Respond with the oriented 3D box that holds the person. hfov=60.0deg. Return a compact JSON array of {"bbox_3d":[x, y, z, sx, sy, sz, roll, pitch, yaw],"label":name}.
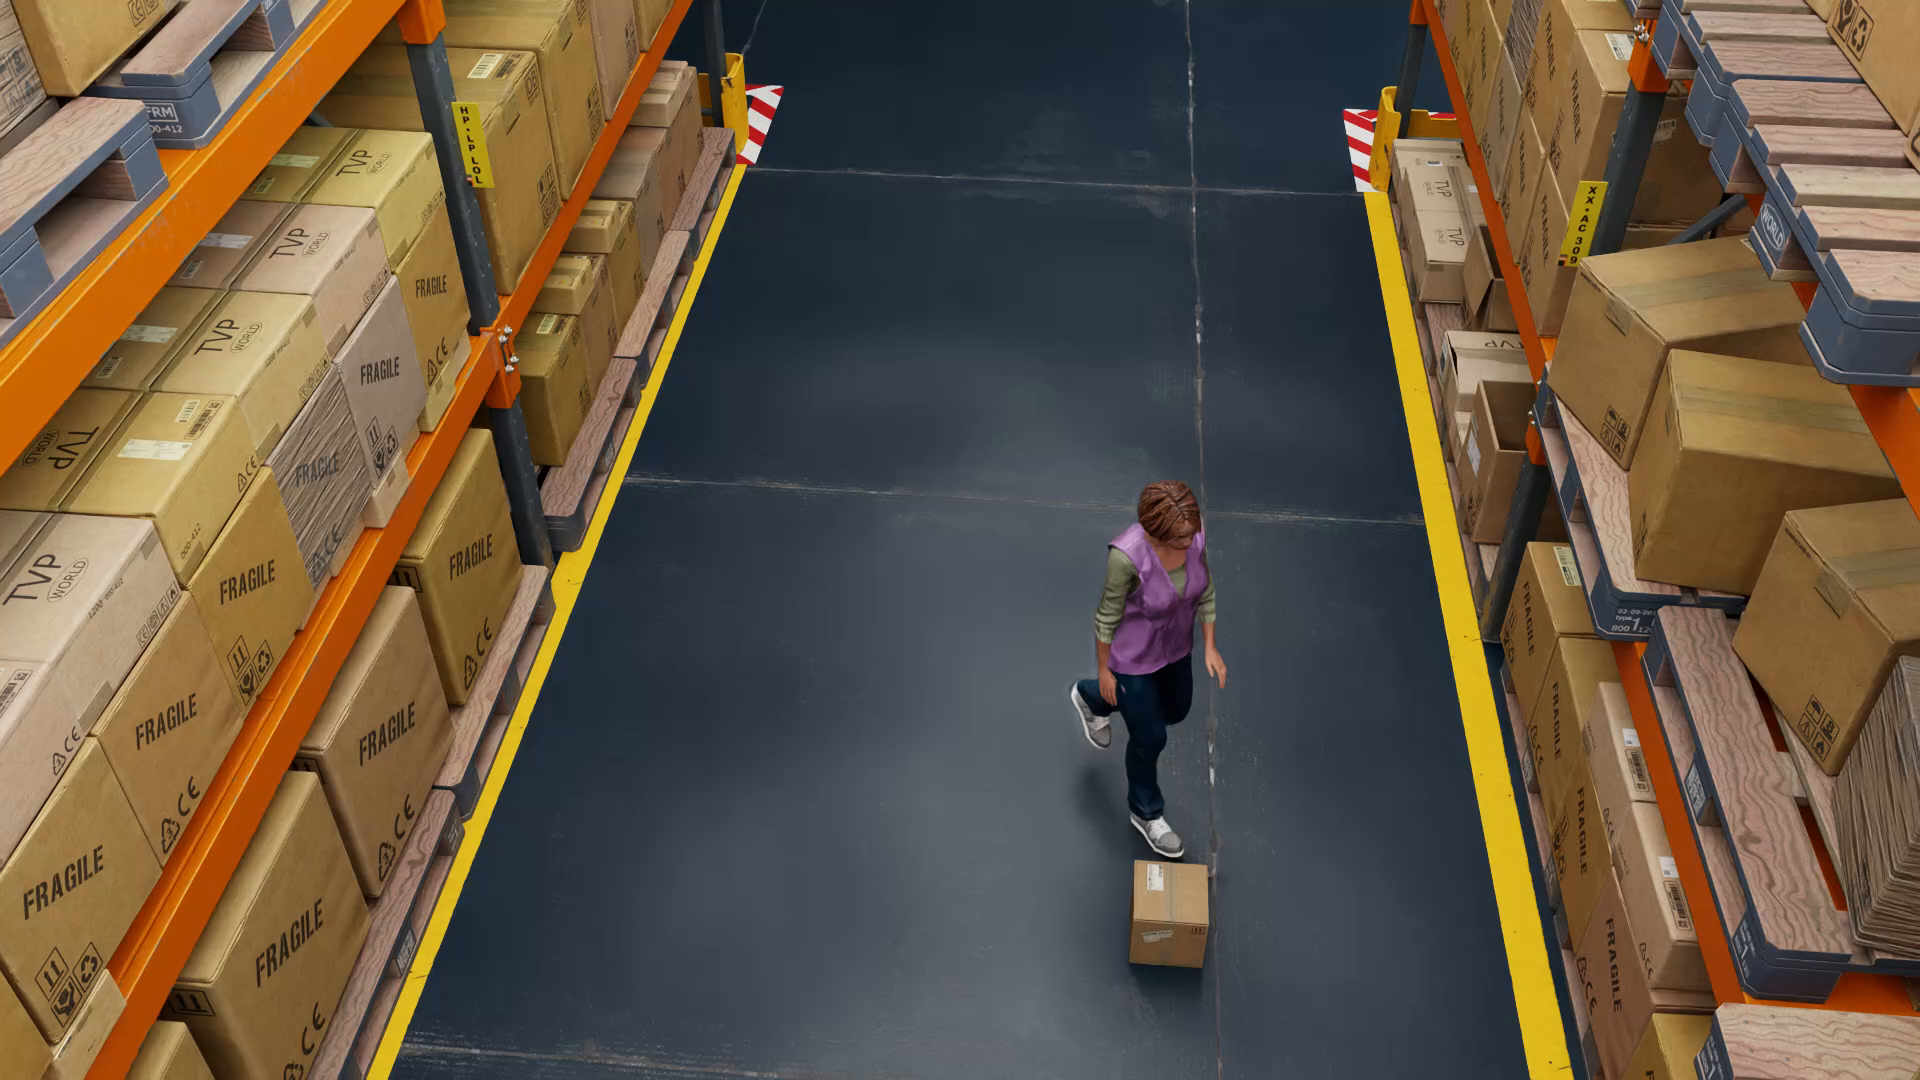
[{"bbox_3d":[0.785,0.490,5.596,0.484,1.619,0.448,-13,42,-15],"label":"person"}]
